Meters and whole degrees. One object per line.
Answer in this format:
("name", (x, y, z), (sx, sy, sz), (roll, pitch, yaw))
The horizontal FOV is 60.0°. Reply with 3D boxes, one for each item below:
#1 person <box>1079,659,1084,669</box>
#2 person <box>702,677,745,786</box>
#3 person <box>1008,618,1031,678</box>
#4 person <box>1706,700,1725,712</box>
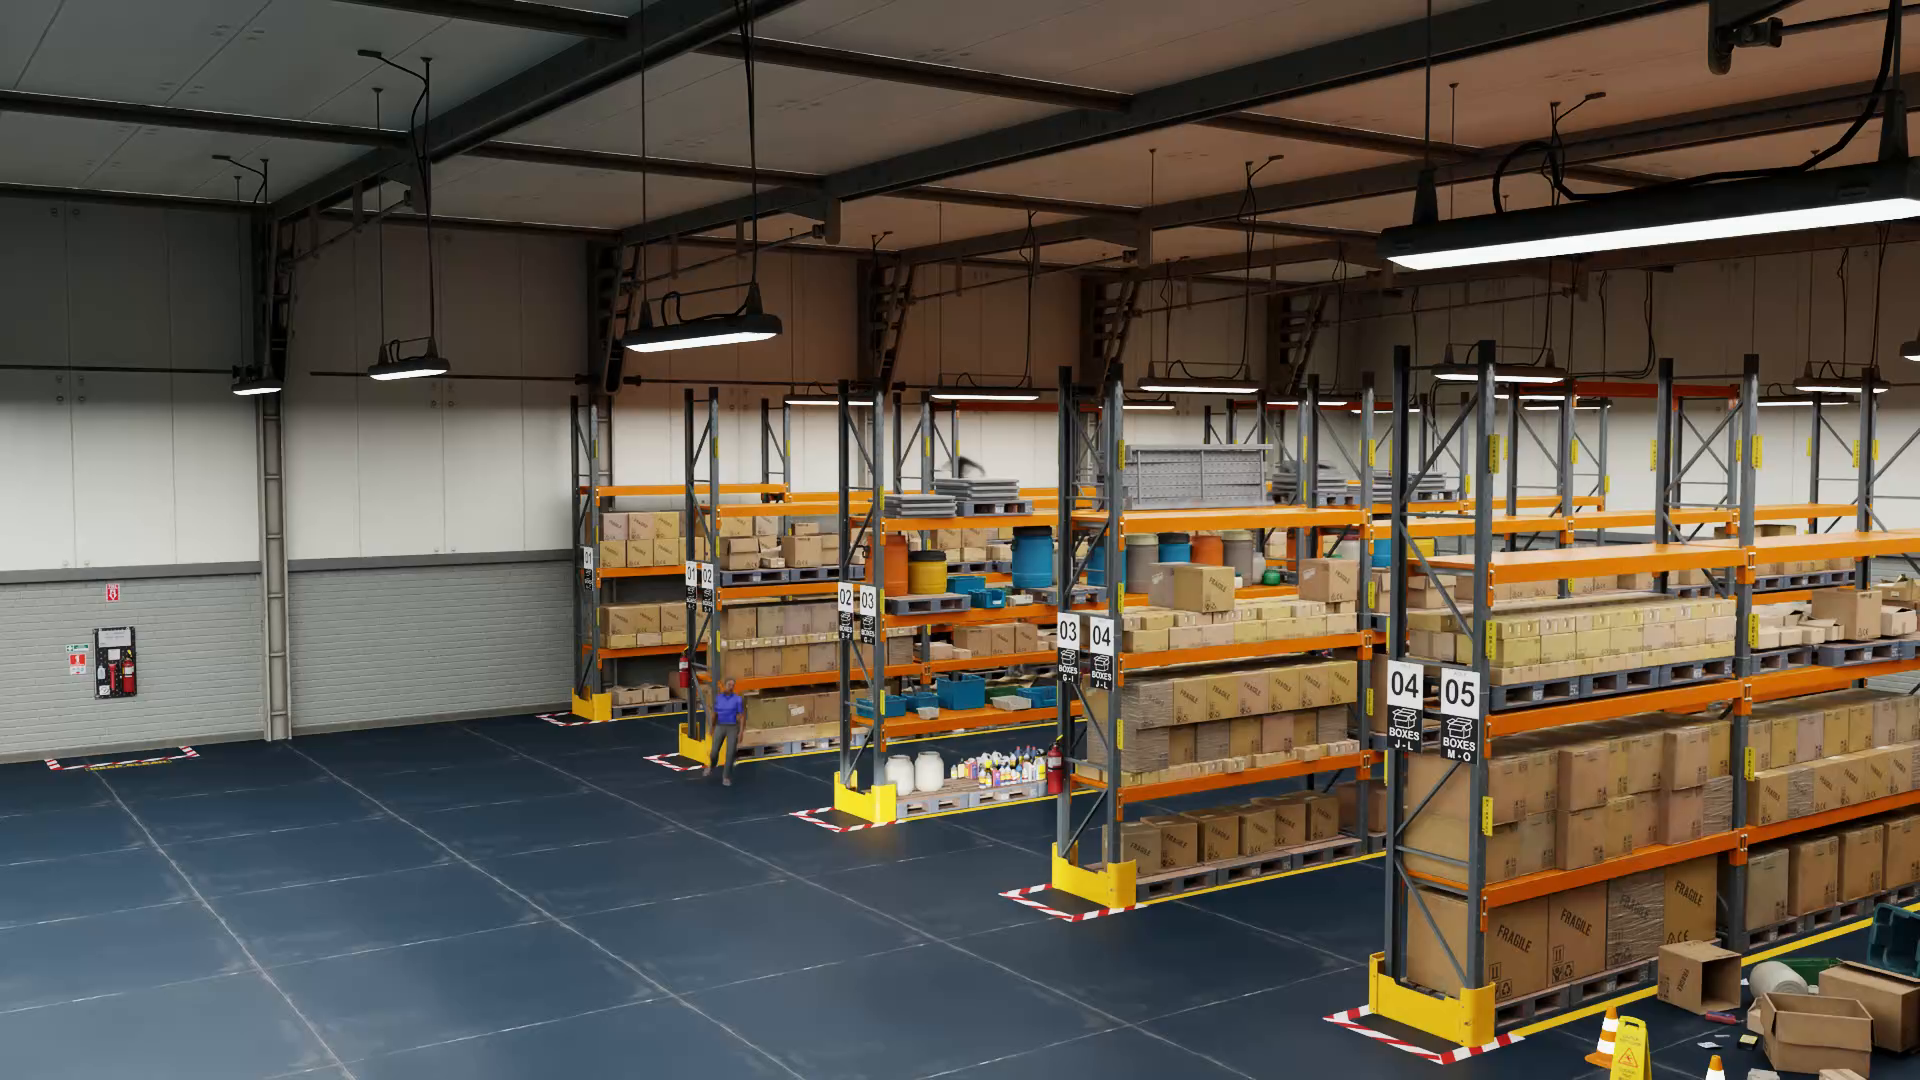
("person", (2.787, 2.262, 35.150), (0.800, 1.650, 0.504), (-3, 5, -43))
("person", (-3.545, 2.861, 24.918), (0.691, 1.611, 0.538), (0, 3, 3))
("person", (1.253, 2.347, 33.210), (0.661, 1.622, 0.570), (-1, 4, -20))
("person", (10.519, 2.984, 22.823), (0.708, 1.723, 1.022), (3, 5, 44))
